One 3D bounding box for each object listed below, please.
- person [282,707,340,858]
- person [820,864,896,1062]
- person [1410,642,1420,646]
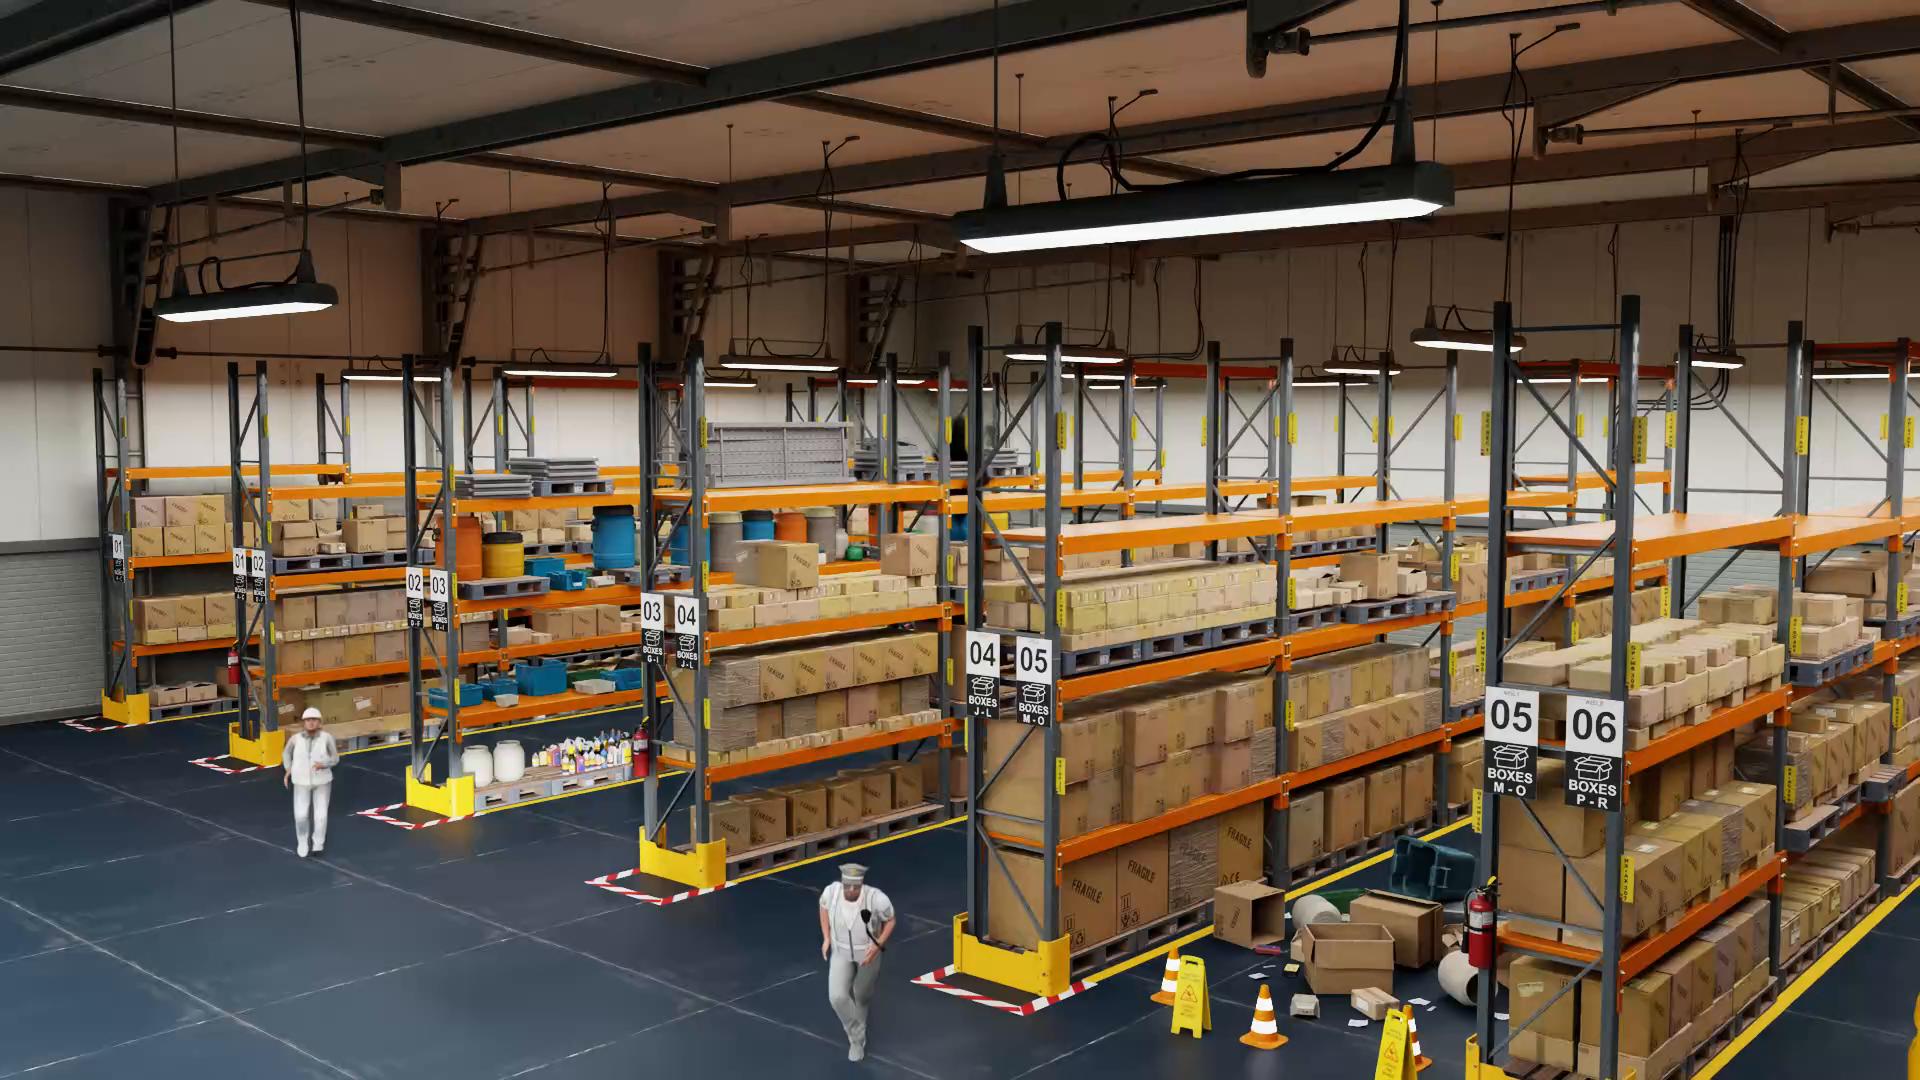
[{"bbox_3d":[-7.608,2.848,19.500,0.639,1.757,0.683,-1,4,-19],"label":"person"},{"bbox_3d":[-0.821,3.381,13.674,0.645,1.662,1.019,0,4,6],"label":"person"},{"bbox_3d":[6.839,2.426,25.263,0.685,1.740,0.665,4,6,42],"label":"person"}]
